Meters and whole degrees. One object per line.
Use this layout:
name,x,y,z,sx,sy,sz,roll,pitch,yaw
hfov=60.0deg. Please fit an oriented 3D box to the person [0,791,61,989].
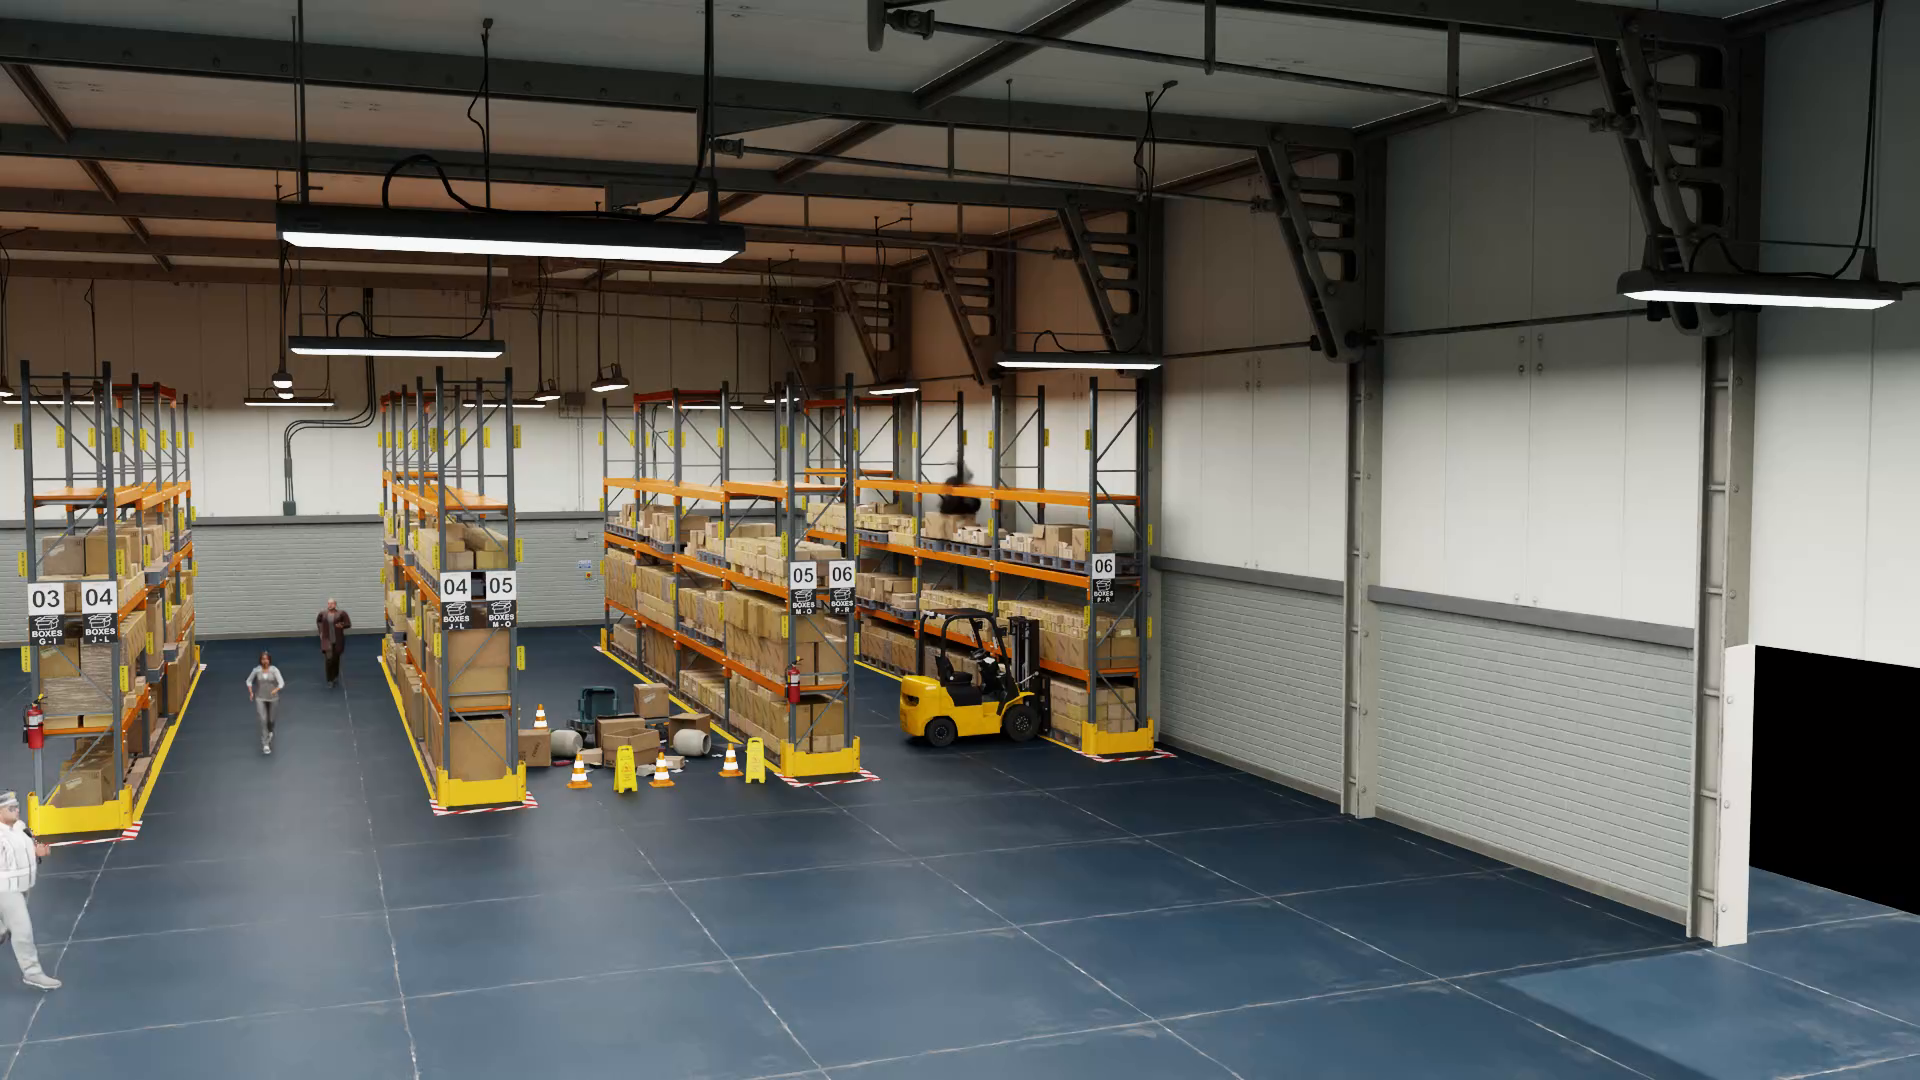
person,-8.671,3.179,15.183,0.951,1.776,0.658,0,3,1

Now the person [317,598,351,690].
person,-12.689,2.098,33.724,0.667,1.853,0.832,-1,4,-20

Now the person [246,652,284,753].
person,-11.178,2.590,26.770,0.559,1.586,0.855,-2,4,-25
